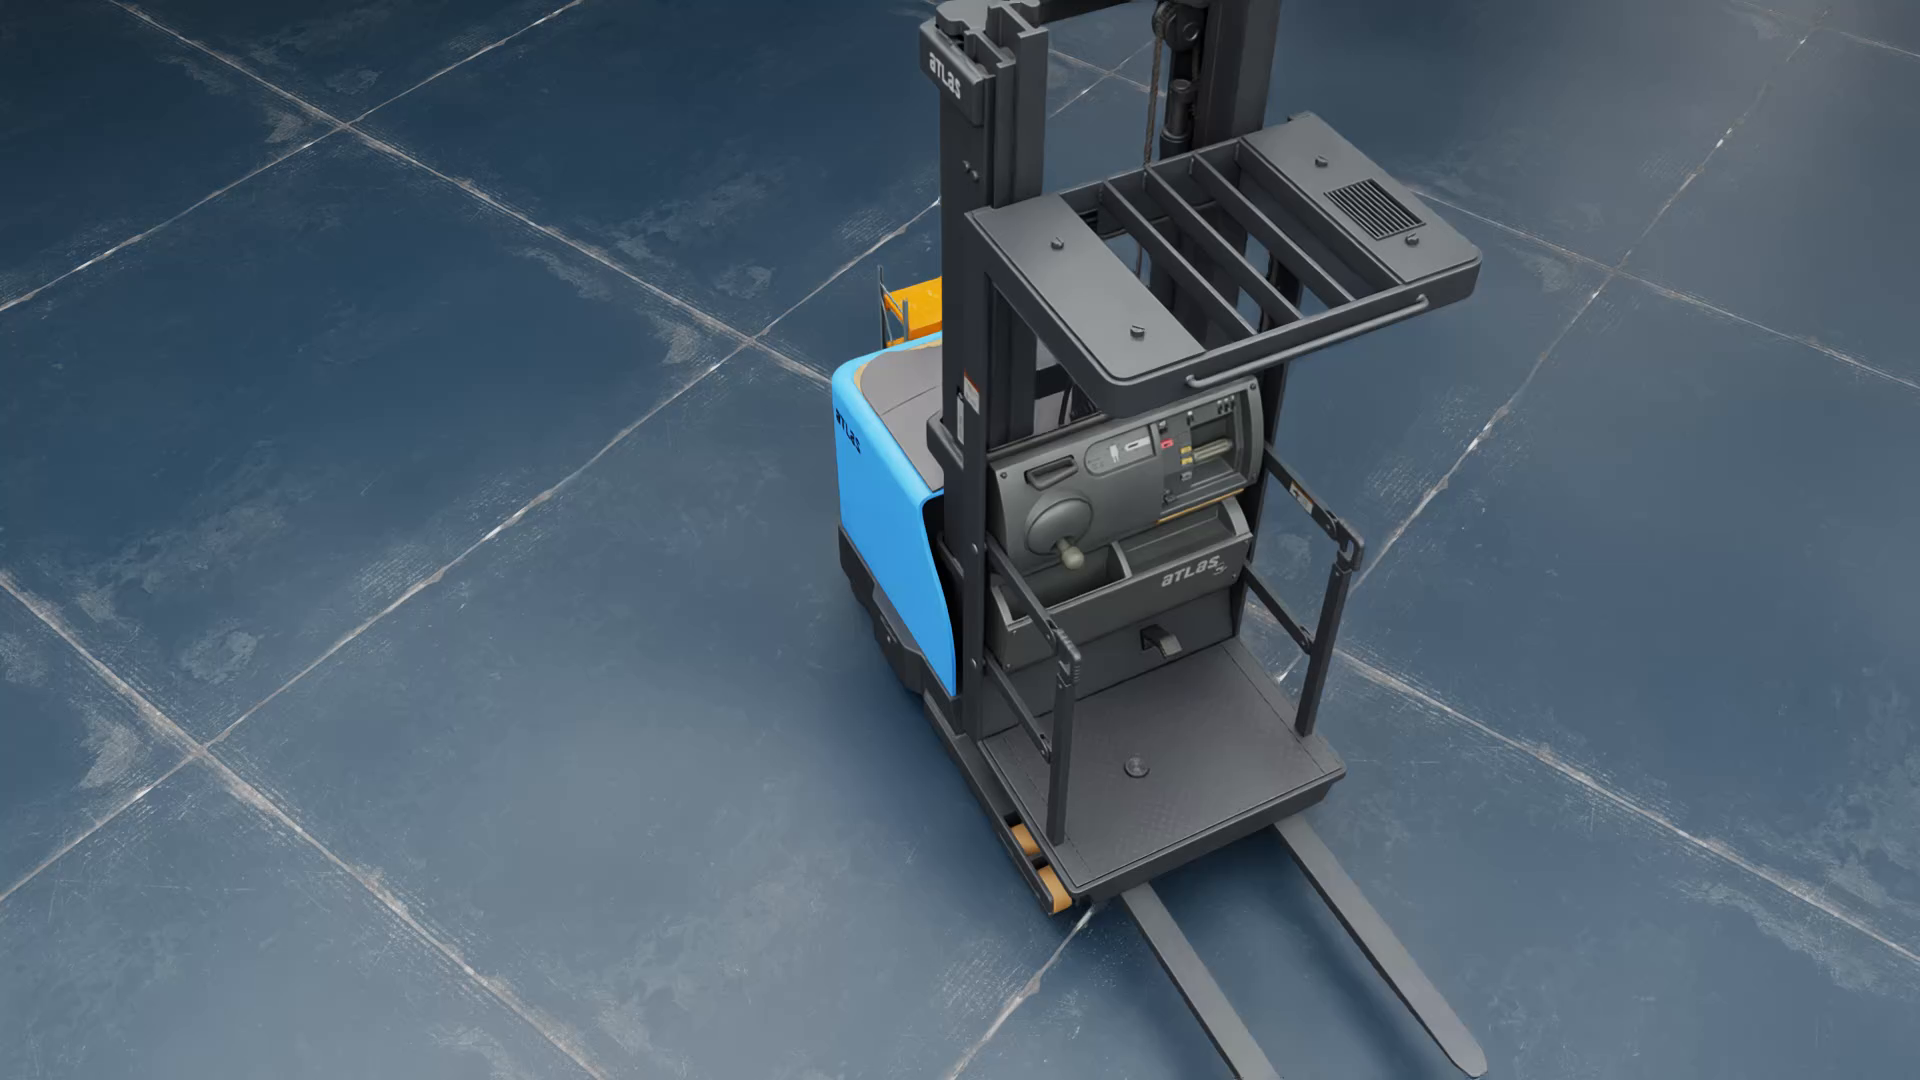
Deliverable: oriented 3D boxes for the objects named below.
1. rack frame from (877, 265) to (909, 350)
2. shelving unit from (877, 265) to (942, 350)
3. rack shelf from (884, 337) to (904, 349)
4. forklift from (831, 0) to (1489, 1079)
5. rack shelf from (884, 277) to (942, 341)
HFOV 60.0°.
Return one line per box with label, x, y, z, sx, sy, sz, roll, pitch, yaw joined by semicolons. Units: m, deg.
rack frame;-0.249;-0.539;6.599;0.015;1.200;0.240;-20;50;-18
shelving unit;-0.032;-0.618;6.676;0.503;1.200;0.258;-20;50;-18
rack shelf;-0.032;-0.727;6.563;0.480;0.148;0.258;-20;50;-18
forklift;0.631;-0.111;4.994;1.130;2.935;3.031;-20;50;-18
rack shelf;-0.032;-0.890;6.392;0.480;0.148;0.258;-20;50;-18
